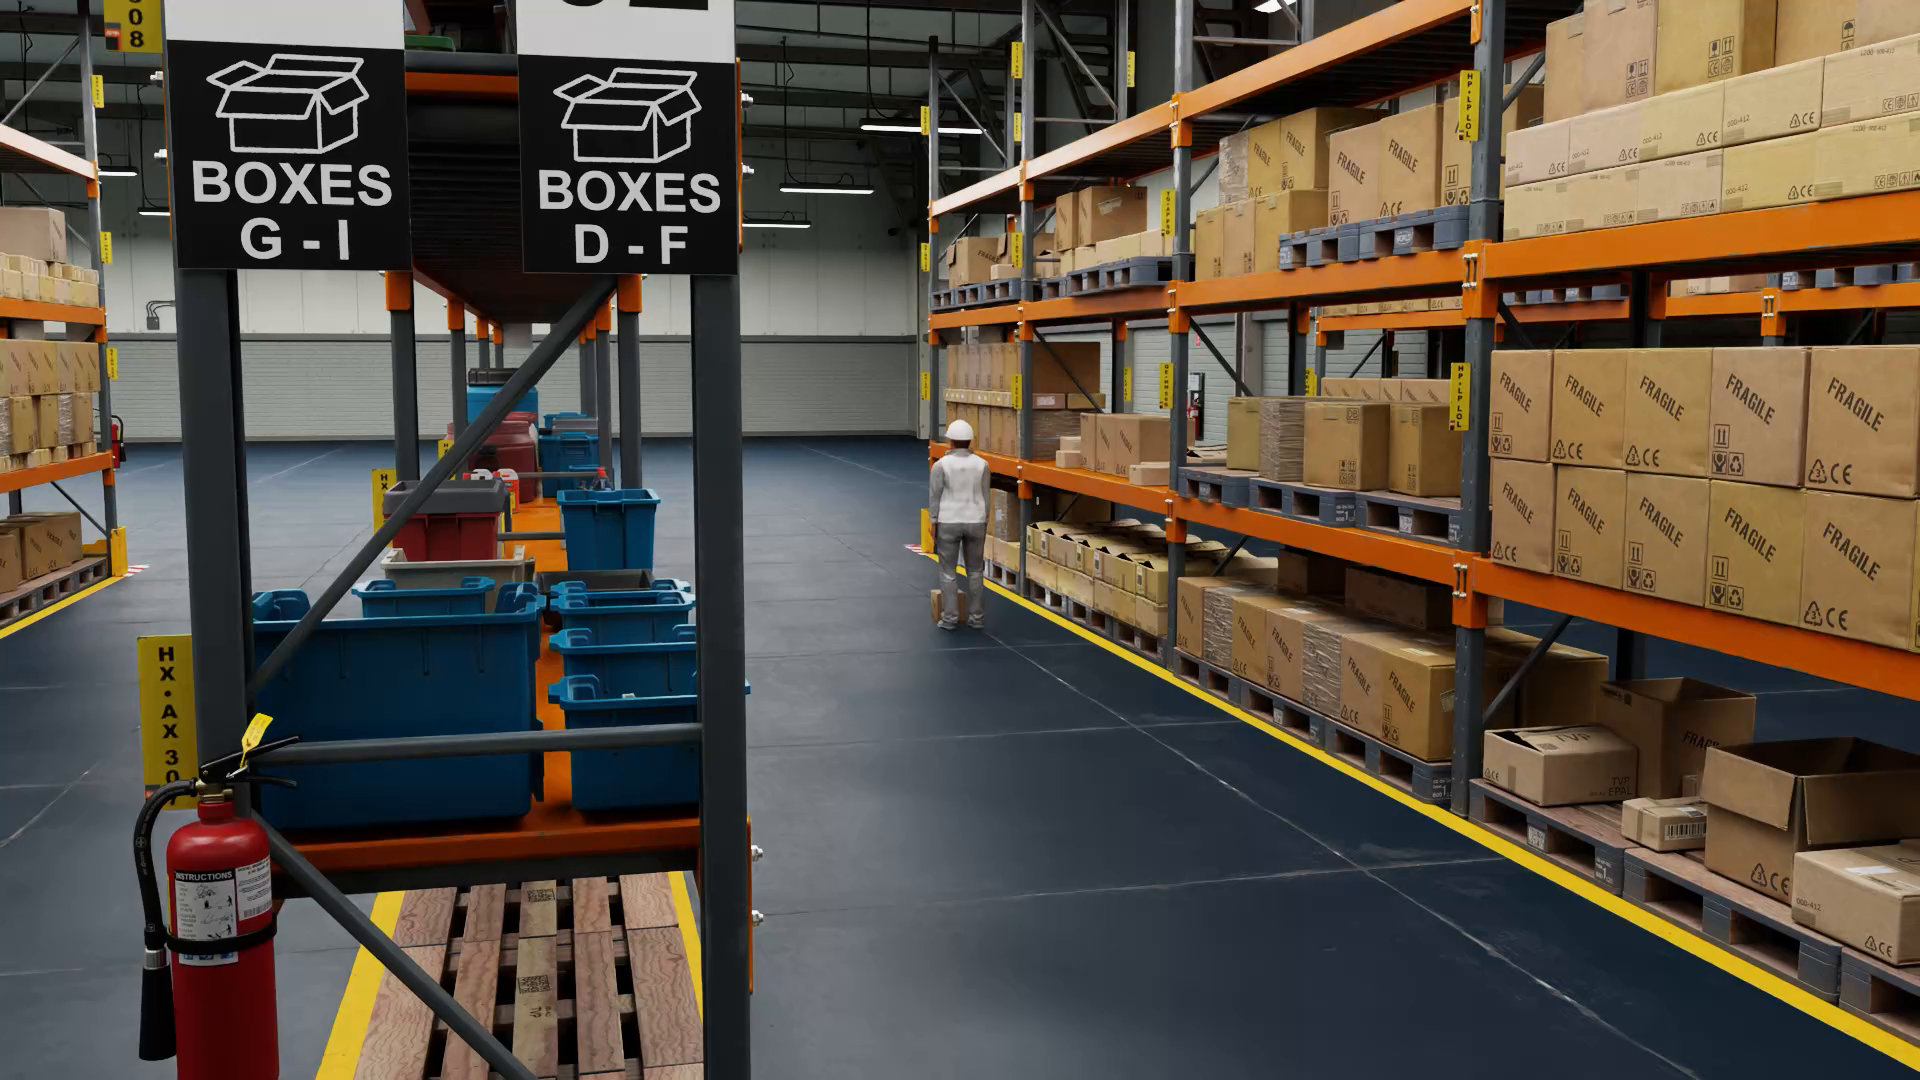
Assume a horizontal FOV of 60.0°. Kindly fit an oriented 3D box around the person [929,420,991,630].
[{"bbox_3d":[-0.009,-0.130,14.065,0.533,1.772,0.359,-1,6,-12],"label":"person"}]
